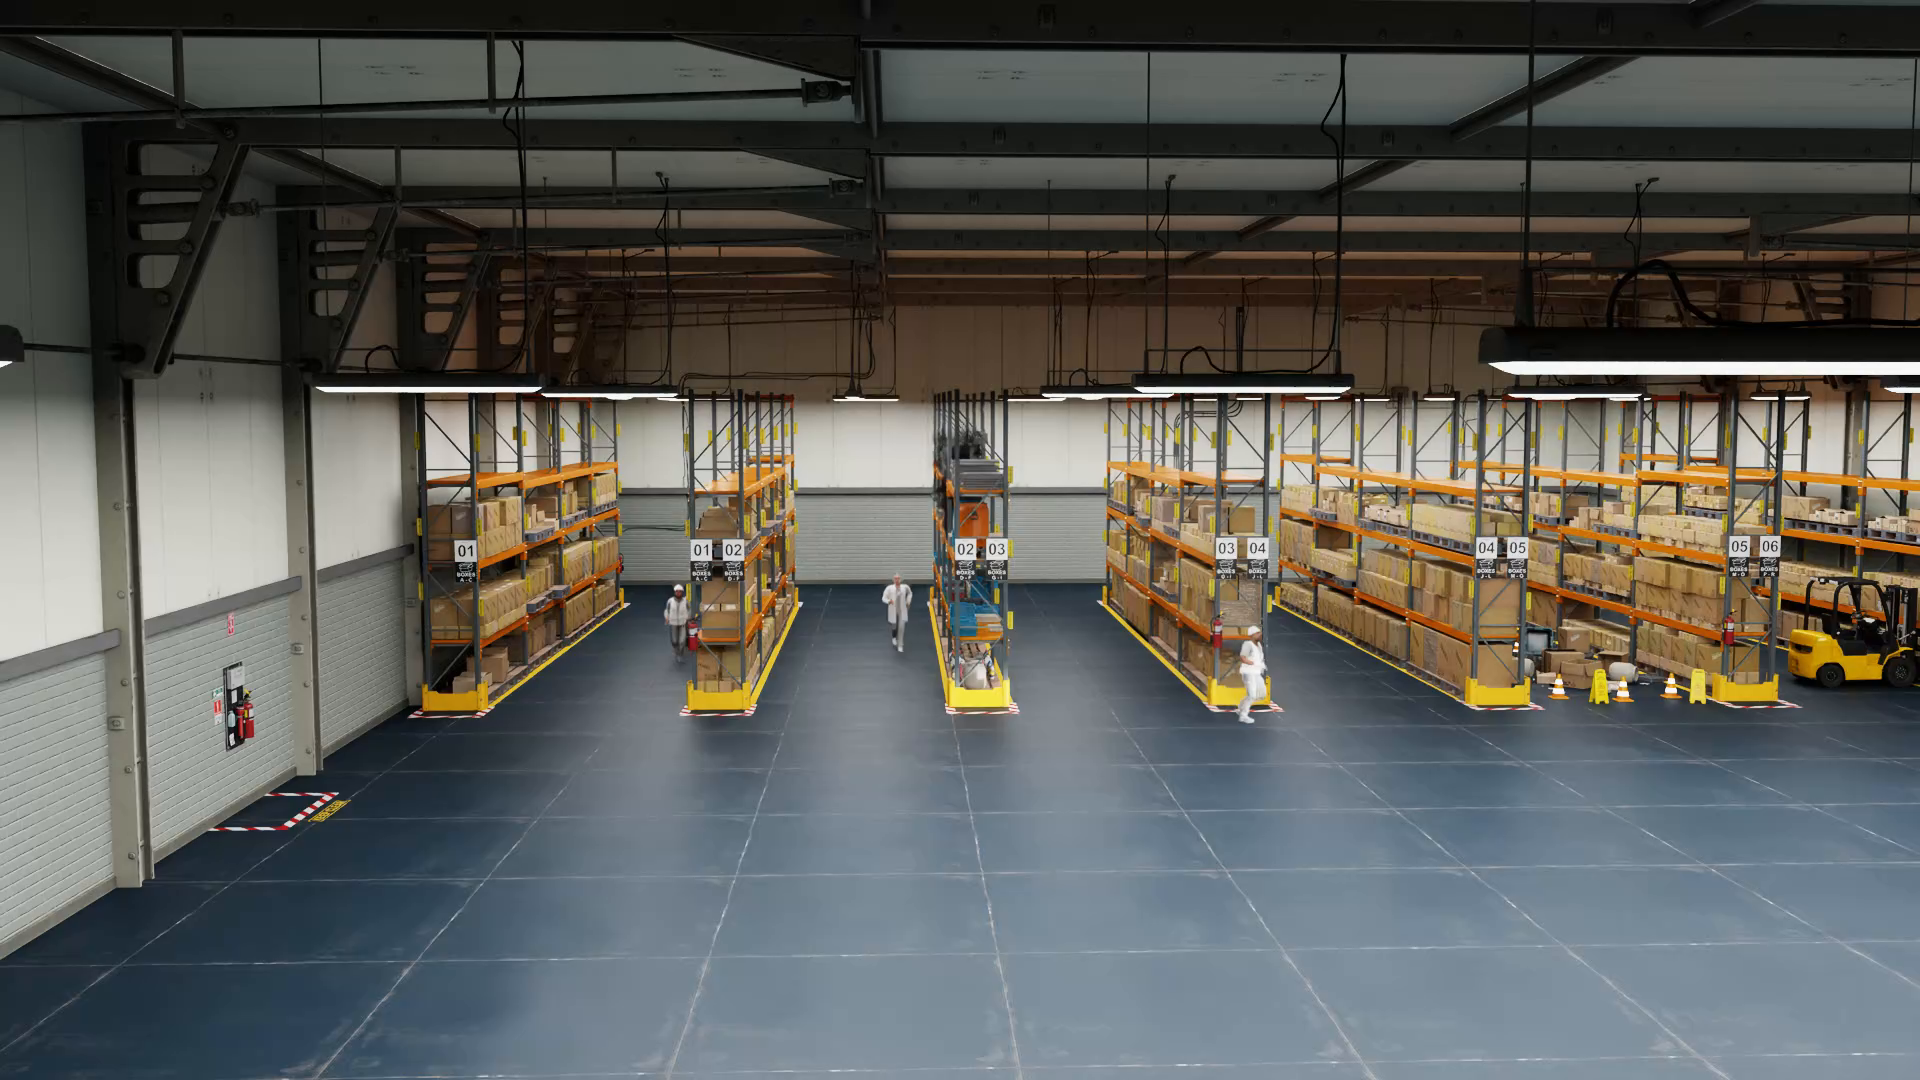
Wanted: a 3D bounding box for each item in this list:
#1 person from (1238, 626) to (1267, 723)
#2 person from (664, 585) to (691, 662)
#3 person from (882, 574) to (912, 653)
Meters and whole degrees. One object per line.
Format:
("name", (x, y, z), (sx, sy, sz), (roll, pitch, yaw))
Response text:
("person", (5.305, 2.413, 30.000), (0.619, 1.722, 0.726), (4, 6, 38))
("person", (-6.263, 1.849, 37.073), (0.648, 1.724, 0.616), (0, 5, -4))
("person", (-1.444, 1.678, 38.606), (0.712, 1.776, 0.977), (-1, 5, -6))
